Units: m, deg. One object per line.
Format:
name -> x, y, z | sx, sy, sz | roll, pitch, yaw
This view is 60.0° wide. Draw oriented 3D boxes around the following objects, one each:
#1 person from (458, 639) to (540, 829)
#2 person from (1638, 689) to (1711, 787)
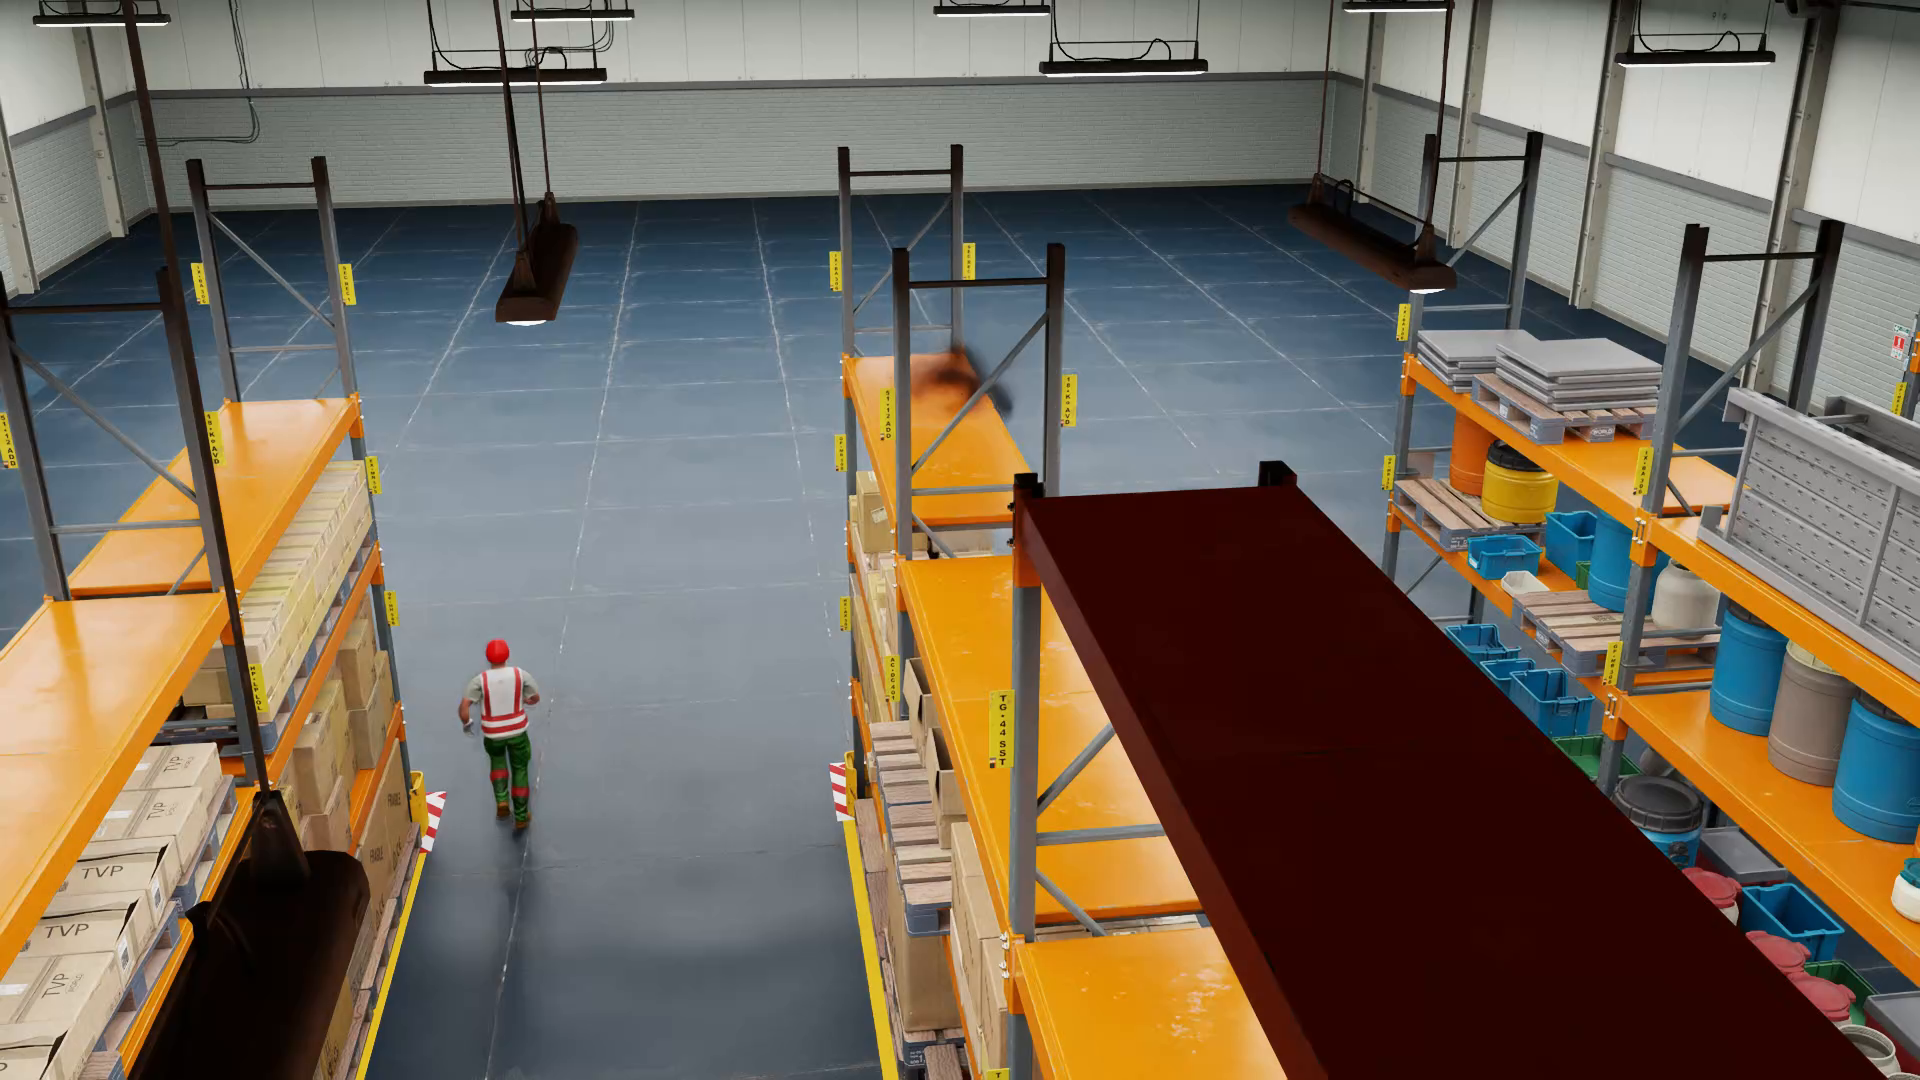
person -> -4.105, 1.712, 14.935 | 0.696, 1.809, 0.692 | -5, 22, -13
person -> 6.264, 1.852, 14.595 | 0.640, 1.831, 0.727 | -2, 22, -6
